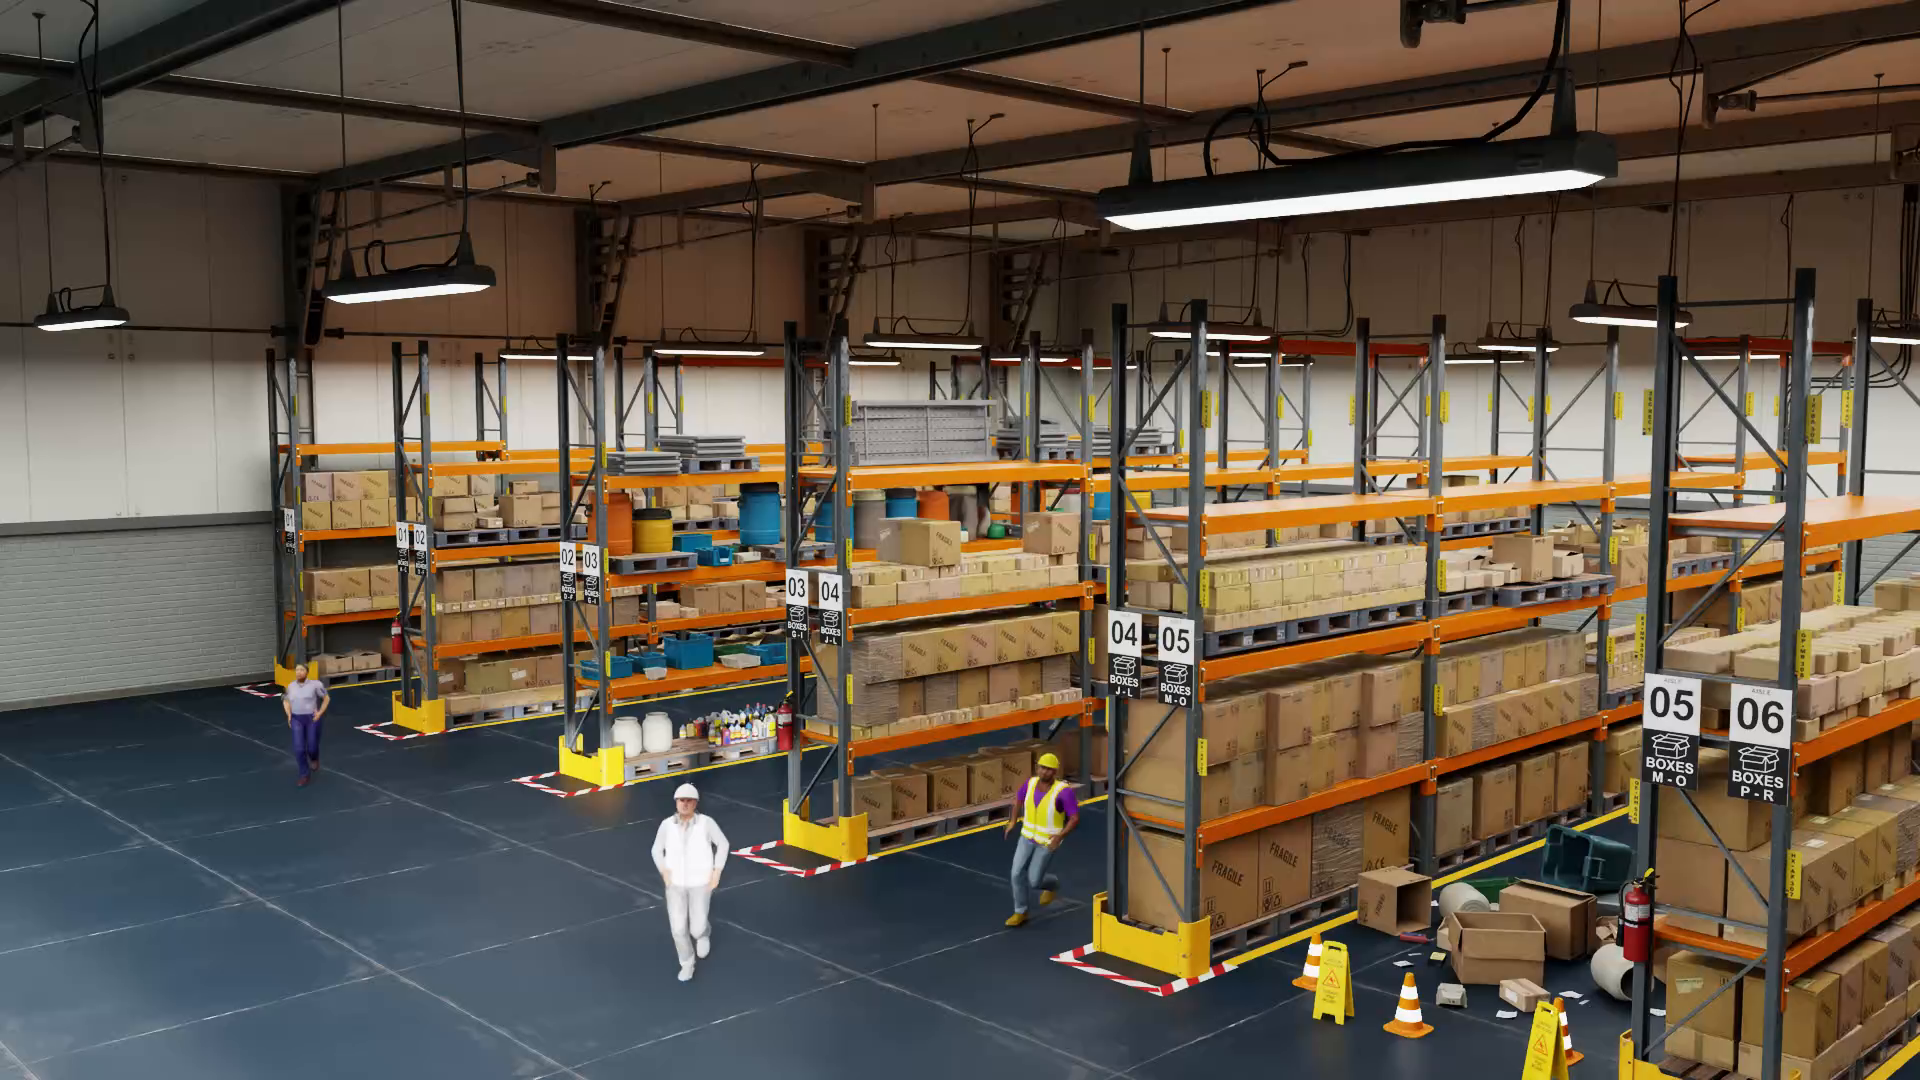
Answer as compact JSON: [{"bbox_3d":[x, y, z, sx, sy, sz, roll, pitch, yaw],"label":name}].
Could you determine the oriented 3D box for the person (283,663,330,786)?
[{"bbox_3d":[-8.764,2.446,22.301,0.602,1.625,0.585,-1,5,-9],"label":"person"}]

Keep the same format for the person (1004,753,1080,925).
[{"bbox_3d":[0.821,2.914,16.302,0.743,1.708,0.650,3,6,35],"label":"person"}]

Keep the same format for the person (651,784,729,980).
[{"bbox_3d":[-2.411,3.024,14.846,0.684,1.731,0.612,0,5,-2],"label":"person"}]

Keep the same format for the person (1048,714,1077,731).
[{"bbox_3d":[1.573,1.854,24.539,0.669,1.804,0.911,4,7,41],"label":"person"}]
